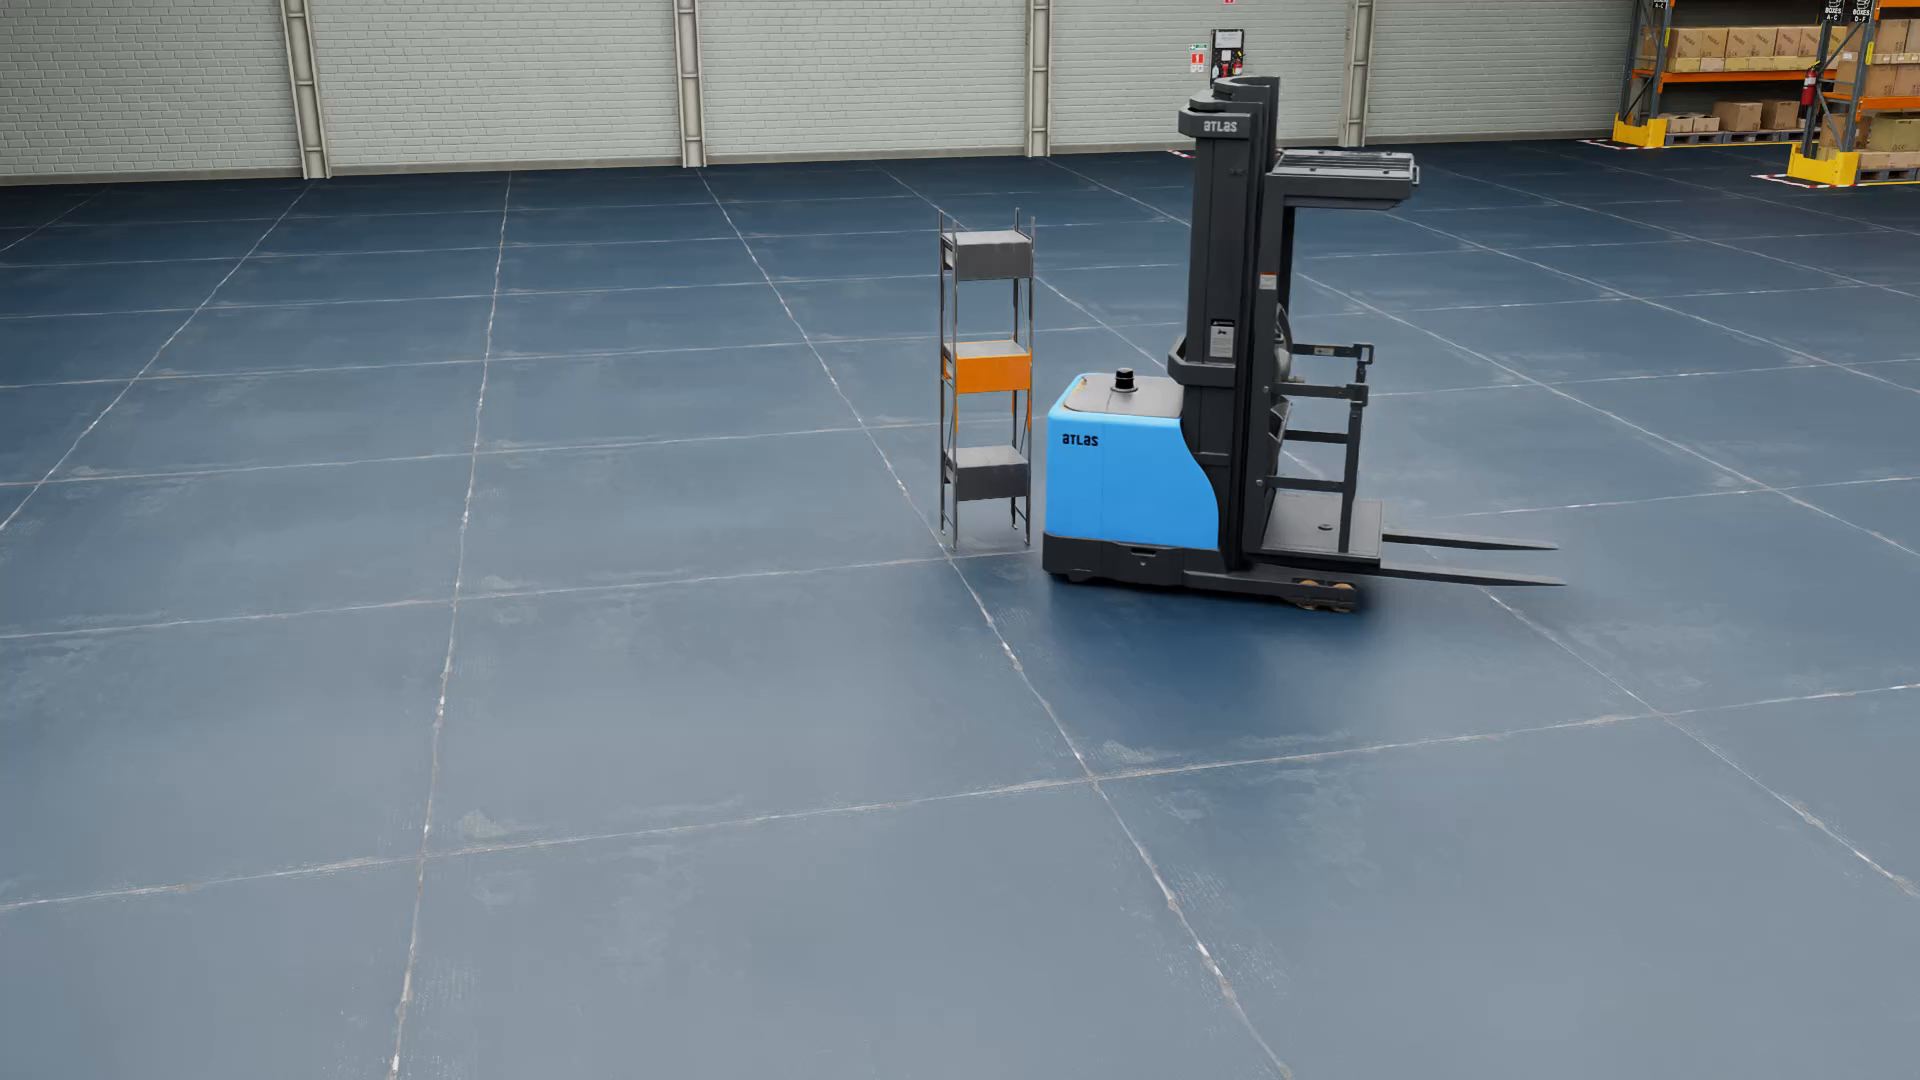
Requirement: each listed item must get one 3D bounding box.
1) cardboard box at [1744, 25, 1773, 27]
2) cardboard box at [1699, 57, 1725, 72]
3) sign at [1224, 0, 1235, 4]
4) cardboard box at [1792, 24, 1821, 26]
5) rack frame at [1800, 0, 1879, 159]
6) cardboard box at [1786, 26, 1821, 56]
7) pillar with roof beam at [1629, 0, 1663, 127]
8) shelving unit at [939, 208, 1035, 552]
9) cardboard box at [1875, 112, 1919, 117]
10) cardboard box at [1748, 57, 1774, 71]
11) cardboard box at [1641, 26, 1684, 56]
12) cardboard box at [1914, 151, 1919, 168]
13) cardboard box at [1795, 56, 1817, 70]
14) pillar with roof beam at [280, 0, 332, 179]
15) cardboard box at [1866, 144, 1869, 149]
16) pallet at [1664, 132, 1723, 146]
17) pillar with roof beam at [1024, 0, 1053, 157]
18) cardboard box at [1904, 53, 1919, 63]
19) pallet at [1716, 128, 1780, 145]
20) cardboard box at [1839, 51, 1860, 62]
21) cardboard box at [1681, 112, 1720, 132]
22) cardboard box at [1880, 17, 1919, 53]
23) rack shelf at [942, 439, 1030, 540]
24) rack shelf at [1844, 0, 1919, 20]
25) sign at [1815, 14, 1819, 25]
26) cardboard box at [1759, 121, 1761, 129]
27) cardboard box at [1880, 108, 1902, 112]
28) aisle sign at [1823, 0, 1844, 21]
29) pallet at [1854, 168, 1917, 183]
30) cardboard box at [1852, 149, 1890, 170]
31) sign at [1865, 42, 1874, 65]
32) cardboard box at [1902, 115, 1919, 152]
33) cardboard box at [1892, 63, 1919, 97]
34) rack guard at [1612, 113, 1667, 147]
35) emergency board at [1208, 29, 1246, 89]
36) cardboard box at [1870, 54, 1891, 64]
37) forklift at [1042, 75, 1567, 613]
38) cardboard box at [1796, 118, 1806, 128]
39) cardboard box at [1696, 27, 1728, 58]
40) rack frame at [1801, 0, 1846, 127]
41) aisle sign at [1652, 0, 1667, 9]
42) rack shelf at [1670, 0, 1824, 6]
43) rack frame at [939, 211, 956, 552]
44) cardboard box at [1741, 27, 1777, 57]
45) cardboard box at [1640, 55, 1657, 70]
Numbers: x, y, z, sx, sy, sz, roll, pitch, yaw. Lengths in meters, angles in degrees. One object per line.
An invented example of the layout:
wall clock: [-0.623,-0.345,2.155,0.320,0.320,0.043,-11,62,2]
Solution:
cardboard box: [14.949,-9.357,31.097,0.500,0.500,0.500,-4,21,-11]
cardboard box: [13.603,-8.711,30.424,0.500,0.250,0.500,-5,21,-14]
sign: [4.751,-9.603,29.298,0.199,0.298,0.001,-5,21,-12]
cardboard box: [15.940,-9.435,31.308,0.500,0.500,0.500,-5,21,-14]
rack frame: [13.696,-7.136,25.935,0.127,3.000,1.000,-5,21,-12]
cardboard box: [15.572,-9.220,30.721,0.500,0.500,0.500,-5,21,-13]
pillar with roof beam: [14.025,-10.515,26.437,0.400,9.000,9.100,-5,21,-12]
shelving unit: [0.161,-0.999,10.489,0.503,2.100,0.431,-5,21,-12]
cardboard box: [15.119,-6.621,26.824,0.500,0.500,0.500,-5,21,-12]
cardboard box: [14.592,-8.789,30.636,0.500,0.250,0.500,-4,21,-12]
cardboard box: [12.962,-9.194,30.650,0.500,0.500,0.500,-5,21,-13]
cardboard box: [15.242,-6.091,26.467,0.500,0.250,0.500,-5,21,-12]
cardboard box: [15.567,-8.874,30.868,0.500,0.250,0.500,-5,21,-12]
pillar with roof beam: [-9.331,-8.615,21.251,0.400,9.000,9.100,-5,21,-12]
cardboard box: [14.634,-6.227,26.841,0.500,0.250,0.500,-5,21,-12]
pallet: [13.425,-7.543,31.100,1.213,0.211,1.003,-5,21,-12]
pillar with roof beam: [2.347,-9.565,23.844,0.400,9.000,9.100,-5,21,-12]
cardboard box: [14.627,-7.488,25.806,0.250,0.149,0.380,-5,21,-12]
pallet: [14.610,-7.639,31.361,1.213,0.211,1.003,-5,21,-12]
cardboard box: [14.024,-7.582,26.063,0.250,0.149,0.380,-5,21,-13]
cardboard box: [13.801,-7.808,31.038,0.500,0.311,0.500,-3,20,-8]
cardboard box: [14.715,-7.873,25.914,0.500,0.500,0.700,-5,21,-14]
rack shelf: [0.161,-0.329,10.735,0.480,0.518,0.431,-5,21,-12]
rack shelf: [15.642,-8.365,25.975,4.000,0.370,1.077,-5,21,-12]
sign: [16.314,-9.840,31.632,0.005,0.325,0.100,-5,21,-12]
cardboard box: [14.884,-7.859,31.413,0.250,0.149,0.380,-6,21,-17]
cardboard box: [17.649,-8.265,32.011,0.500,0.500,0.700,-5,21,-14]
aisle sign: [13.565,-8.450,25.742,0.004,0.787,0.394,-5,21,-12]
pallet: [14.431,-5.902,26.618,1.213,0.211,1.003,-5,21,-12]
cardboard box: [14.269,-6.010,26.248,0.500,0.250,0.500,-5,21,-12]
sign: [13.818,-7.394,25.264,0.005,0.325,0.100,-5,21,-12]
cardboard box: [15.239,-6.447,26.349,0.500,0.500,0.500,-5,21,-12]
cardboard box: [14.663,-7.259,26.125,0.500,0.500,0.700,-4,21,-11]
rack guard: [12.627,-7.626,30.907,0.348,0.500,1.175,-5,21,-12]
emergency board: [4.782,-8.481,29.607,0.643,1.169,0.194,-5,21,-12]
cardboard box: [14.128,-7.447,25.694,0.250,0.149,0.380,-5,21,-13]
forklift: [2.077,-1.157,9.712,3.031,2.935,1.130,5,21,14]
cardboard box: [15.932,-7.935,31.594,0.250,0.166,0.380,-7,21,-20]
cardboard box: [13.570,-9.058,30.280,0.500,0.500,0.500,-5,21,-12]
rack frame: [16.445,-9.111,31.325,0.127,3.000,1.000,-5,21,-12]
aisle sign: [12.552,-9.909,29.724,0.004,0.787,0.394,-5,21,-12]
rack shelf: [14.499,-10.023,30.501,4.000,0.370,1.077,-5,21,-12]
rack frame: [-0.076,-0.980,10.436,0.015,2.100,0.400,-5,21,-12]
cardboard box: [14.573,-9.142,30.509,0.500,0.500,0.500,-4,20,-11]
cardboard box: [12.963,-8.835,30.761,0.500,0.250,0.500,-4,21,-12]
